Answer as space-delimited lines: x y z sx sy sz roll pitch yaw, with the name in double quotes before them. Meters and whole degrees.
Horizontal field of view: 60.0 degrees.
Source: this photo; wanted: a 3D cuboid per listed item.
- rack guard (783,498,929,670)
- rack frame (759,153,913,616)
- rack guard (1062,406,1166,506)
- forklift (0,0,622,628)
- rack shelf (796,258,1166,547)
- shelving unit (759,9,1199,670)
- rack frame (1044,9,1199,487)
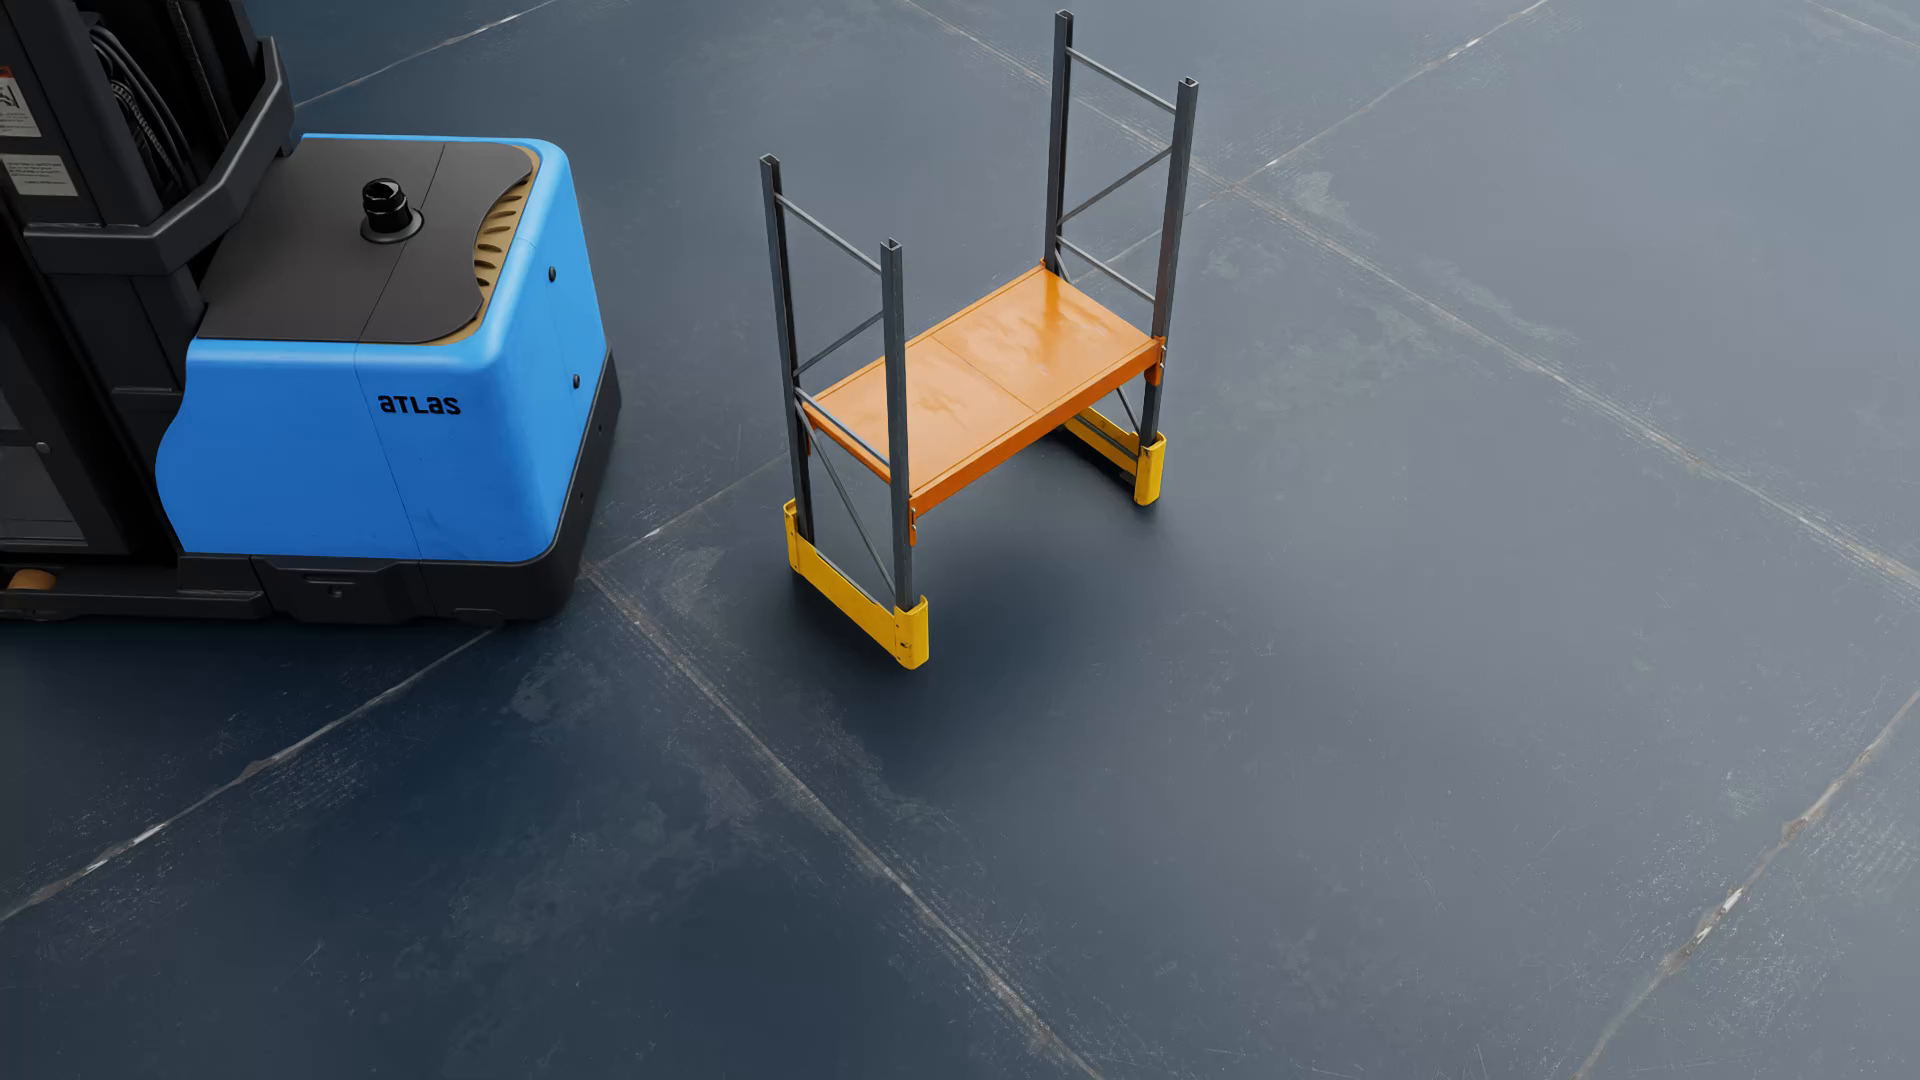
"rack guard" -0.312 0.124 4.966 0.087 0.250 0.587 -34 56 -27
"rack frame" -0.313 -0.299 4.506 0.032 1.500 0.500 -34 56 -27
"rack guard" 0.425 -0.369 5.420 0.087 0.250 0.587 -34 56 -27
"forklift" -2.665 -1.137 4.305 3.031 2.935 1.130 2 47 2
"rack shelf" 0.063 -0.429 4.870 1.000 0.185 0.538 -34 56 -27
"shelving unit" 0.056 -0.546 4.734 1.083 1.500 0.587 -34 56 -27
"rack frame" 0.439 -0.802 4.970 0.032 1.500 0.500 -34 56 -27
